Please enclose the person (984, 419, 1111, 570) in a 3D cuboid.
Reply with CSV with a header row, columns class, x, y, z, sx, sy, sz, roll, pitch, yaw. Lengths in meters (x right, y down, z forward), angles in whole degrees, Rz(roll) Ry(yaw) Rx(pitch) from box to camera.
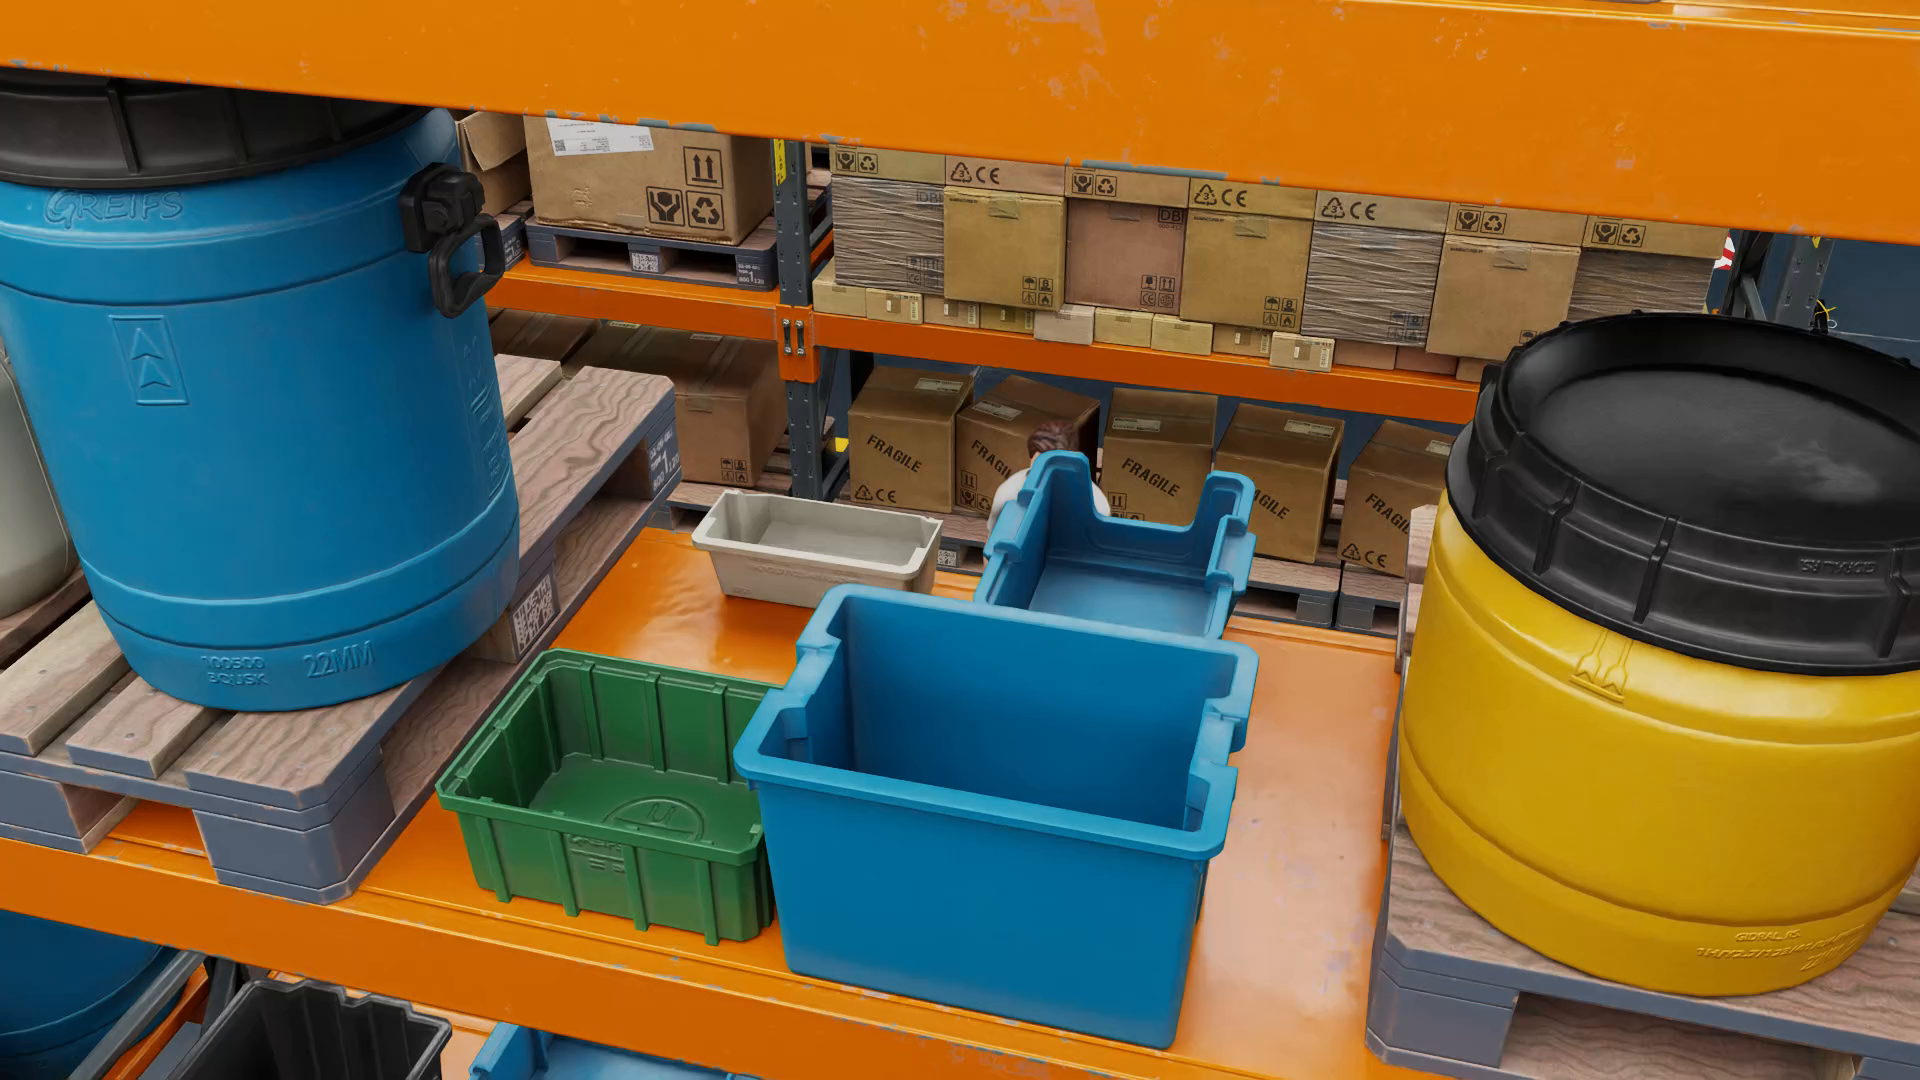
class,x,y,z,sx,sy,sz,roll,pitch,yaw
person,0.307,0.284,6.202,0.495,1.671,0.416,7,34,10
